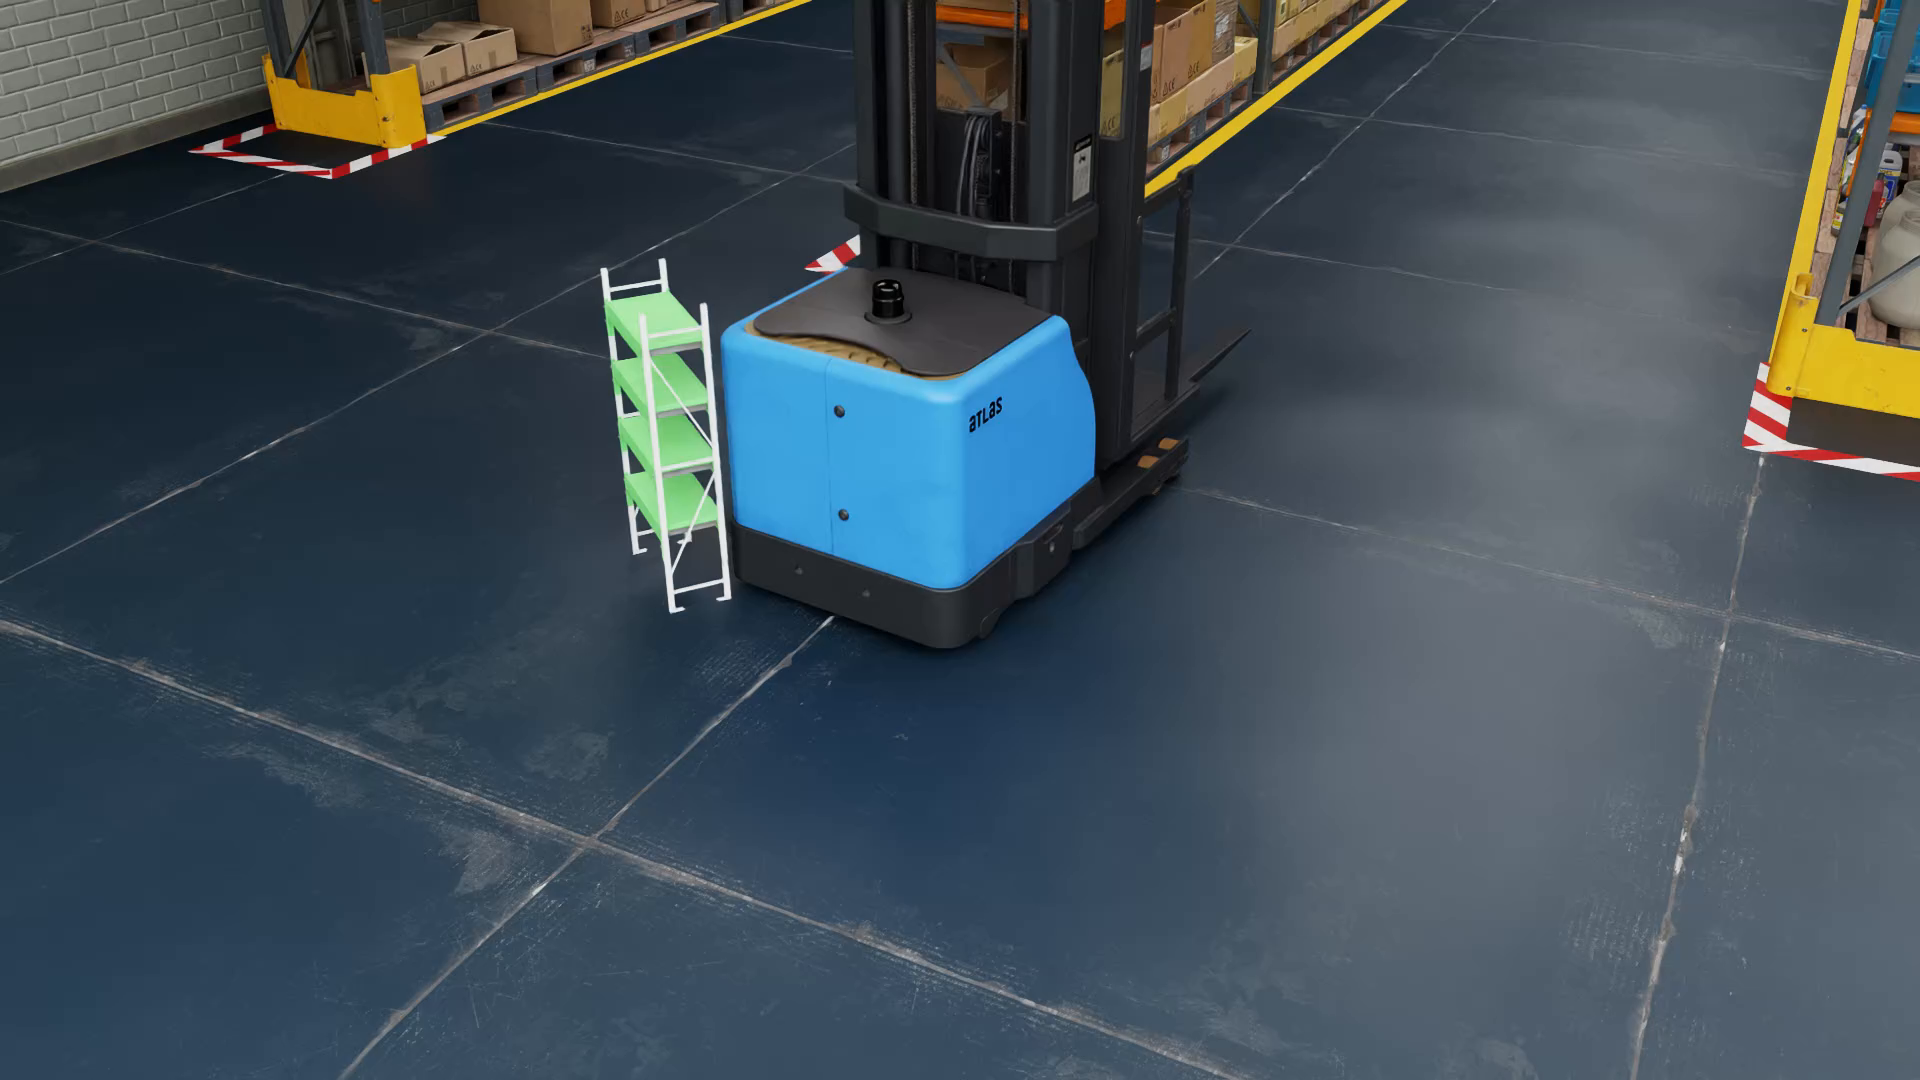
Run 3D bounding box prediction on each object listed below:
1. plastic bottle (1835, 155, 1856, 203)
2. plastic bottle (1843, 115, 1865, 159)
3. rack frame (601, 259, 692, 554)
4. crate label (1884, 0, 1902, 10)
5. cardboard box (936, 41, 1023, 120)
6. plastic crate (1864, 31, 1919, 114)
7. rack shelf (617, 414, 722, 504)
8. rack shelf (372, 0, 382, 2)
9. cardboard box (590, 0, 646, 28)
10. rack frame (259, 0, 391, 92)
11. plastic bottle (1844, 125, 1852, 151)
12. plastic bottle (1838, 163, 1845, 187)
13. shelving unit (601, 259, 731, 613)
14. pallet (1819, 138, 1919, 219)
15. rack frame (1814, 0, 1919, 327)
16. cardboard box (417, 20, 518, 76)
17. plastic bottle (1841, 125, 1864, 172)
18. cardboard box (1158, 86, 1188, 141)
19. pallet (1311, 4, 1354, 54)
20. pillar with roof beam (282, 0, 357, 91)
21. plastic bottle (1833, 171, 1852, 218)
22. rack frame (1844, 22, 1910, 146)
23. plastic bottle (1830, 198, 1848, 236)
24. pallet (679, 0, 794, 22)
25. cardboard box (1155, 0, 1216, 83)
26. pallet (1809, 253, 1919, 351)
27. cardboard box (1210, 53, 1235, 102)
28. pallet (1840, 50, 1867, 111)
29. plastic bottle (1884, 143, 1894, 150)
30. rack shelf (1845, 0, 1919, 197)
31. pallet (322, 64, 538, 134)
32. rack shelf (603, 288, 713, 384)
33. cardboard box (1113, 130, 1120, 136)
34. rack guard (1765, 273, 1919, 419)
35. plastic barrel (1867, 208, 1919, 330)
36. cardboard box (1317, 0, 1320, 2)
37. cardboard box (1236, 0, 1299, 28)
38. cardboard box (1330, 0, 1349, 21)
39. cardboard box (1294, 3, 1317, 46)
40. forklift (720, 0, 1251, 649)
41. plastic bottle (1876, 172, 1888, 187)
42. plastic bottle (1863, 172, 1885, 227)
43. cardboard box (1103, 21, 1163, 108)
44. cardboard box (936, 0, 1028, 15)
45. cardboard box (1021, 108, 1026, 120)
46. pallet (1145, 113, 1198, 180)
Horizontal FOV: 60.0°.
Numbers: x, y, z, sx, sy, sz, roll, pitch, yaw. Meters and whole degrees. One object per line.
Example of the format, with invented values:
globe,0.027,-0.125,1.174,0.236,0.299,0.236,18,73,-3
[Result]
plastic bottle,5.190,-2.106,9.624,0.144,0.351,0.185,16,33,25
plastic bottle,5.633,-2.501,10.386,0.152,0.276,0.135,16,33,25
rack frame,-1.198,-0.492,6.401,0.240,1.200,0.015,-14,33,-22
crate label,5.067,-2.802,8.582,0.502,0.435,0.616,14,33,23
cardboard box,0.041,-2.655,9.947,0.500,0.500,0.500,14,33,23
plastic crate,4.431,-2.135,7.604,0.499,0.251,0.616,14,33,23
rack shelf,-1.093,-0.327,6.243,0.258,0.148,0.480,-14,33,-22
rack shelf,-3.439,-4.731,12.700,1.077,0.370,4.000,14,33,23
cardboard box,-2.965,-4.568,13.760,0.500,0.500,0.500,12,32,20
rack frame,-4.350,-4.157,10.976,1.000,3.000,0.127,14,33,23
plastic bottle,5.710,-2.573,10.587,0.097,0.201,0.097,0,30,0
plastic bottle,5.319,-2.192,9.924,0.097,0.201,0.097,0,30,0
shelving unit,-1.093,-0.382,6.211,0.258,1.200,0.503,-14,33,-22
pallet,5.949,-2.185,10.343,1.003,0.211,1.213,14,33,23
rack frame,4.470,-1.909,7.063,1.000,3.000,0.127,14,33,23
cardboard box,-3.695,-3.721,12.475,0.500,0.311,0.500,17,34,27
plastic bottle,5.469,-2.377,10.096,0.144,0.351,0.185,13,32,21
cardboard box,1.189,-2.876,11.086,0.500,0.250,0.500,14,33,23
pallet,2.739,-4.477,14.334,1.003,0.211,1.213,14,33,23
pillar with roof beam,-0.969,-6.288,8.664,9.100,9.000,0.400,14,33,23
plastic bottle,5.055,-1.938,9.406,0.152,0.276,0.135,15,33,24
rack frame,6.292,-3.683,10.151,1.000,3.000,0.127,14,33,23
plastic bottle,4.916,-1.800,9.241,0.097,0.201,0.097,0,30,0
pallet,-2.174,-5.066,15.360,1.003,0.211,1.213,14,33,23
cardboard box,1.405,-3.426,11.290,0.500,0.500,0.500,14,33,23
pallet,4.837,-1.103,8.459,1.003,0.211,1.213,14,33,23
cardboard box,1.631,-3.323,11.864,0.500,0.250,0.500,14,33,23
pallet,7.170,-3.373,12.412,1.003,0.211,1.213,14,33,23
plastic bottle,5.596,-2.335,10.102,0.097,0.271,0.097,0,30,0
rack shelf,5.381,-2.484,8.786,1.077,0.370,4.000,14,33,23
pallet,-3.914,-3.333,12.343,1.003,0.211,1.213,14,33,23
rack shelf,-1.093,-0.743,6.003,0.258,0.148,0.480,-14,33,-22
cardboard box,0.729,-2.434,10.316,0.500,0.250,0.500,14,33,23
rack guard,4.462,-0.870,7.762,1.175,0.500,0.348,14,33,23
plastic barrel,4.701,-1.322,8.116,0.421,0.512,0.421,0,30,0
cardboard box,2.761,-4.618,13.556,0.500,0.311,0.500,13,32,22
cardboard box,2.294,-4.168,12.771,0.500,0.311,0.500,14,33,23
cardboard box,2.988,-4.602,14.091,0.500,0.250,0.500,15,33,24
cardboard box,2.522,-4.147,13.298,0.500,0.250,0.500,15,33,24
forklift,0.337,-1.578,6.554,1.130,2.935,3.031,17,34,27
plastic bottle,5.318,-2.034,9.647,0.097,0.201,0.097,0,30,0
plastic bottle,5.150,-1.917,9.363,0.061,0.283,0.133,14,33,23
cardboard box,0.946,-2.983,10.520,0.500,0.500,0.500,14,33,23
cardboard box,0.286,-3.282,9.353,0.700,0.500,0.500,14,33,23
cardboard box,0.260,-2.554,10.524,0.500,0.250,0.500,14,33,23
pallet,0.930,-2.713,11.262,1.003,0.211,1.213,14,33,23
